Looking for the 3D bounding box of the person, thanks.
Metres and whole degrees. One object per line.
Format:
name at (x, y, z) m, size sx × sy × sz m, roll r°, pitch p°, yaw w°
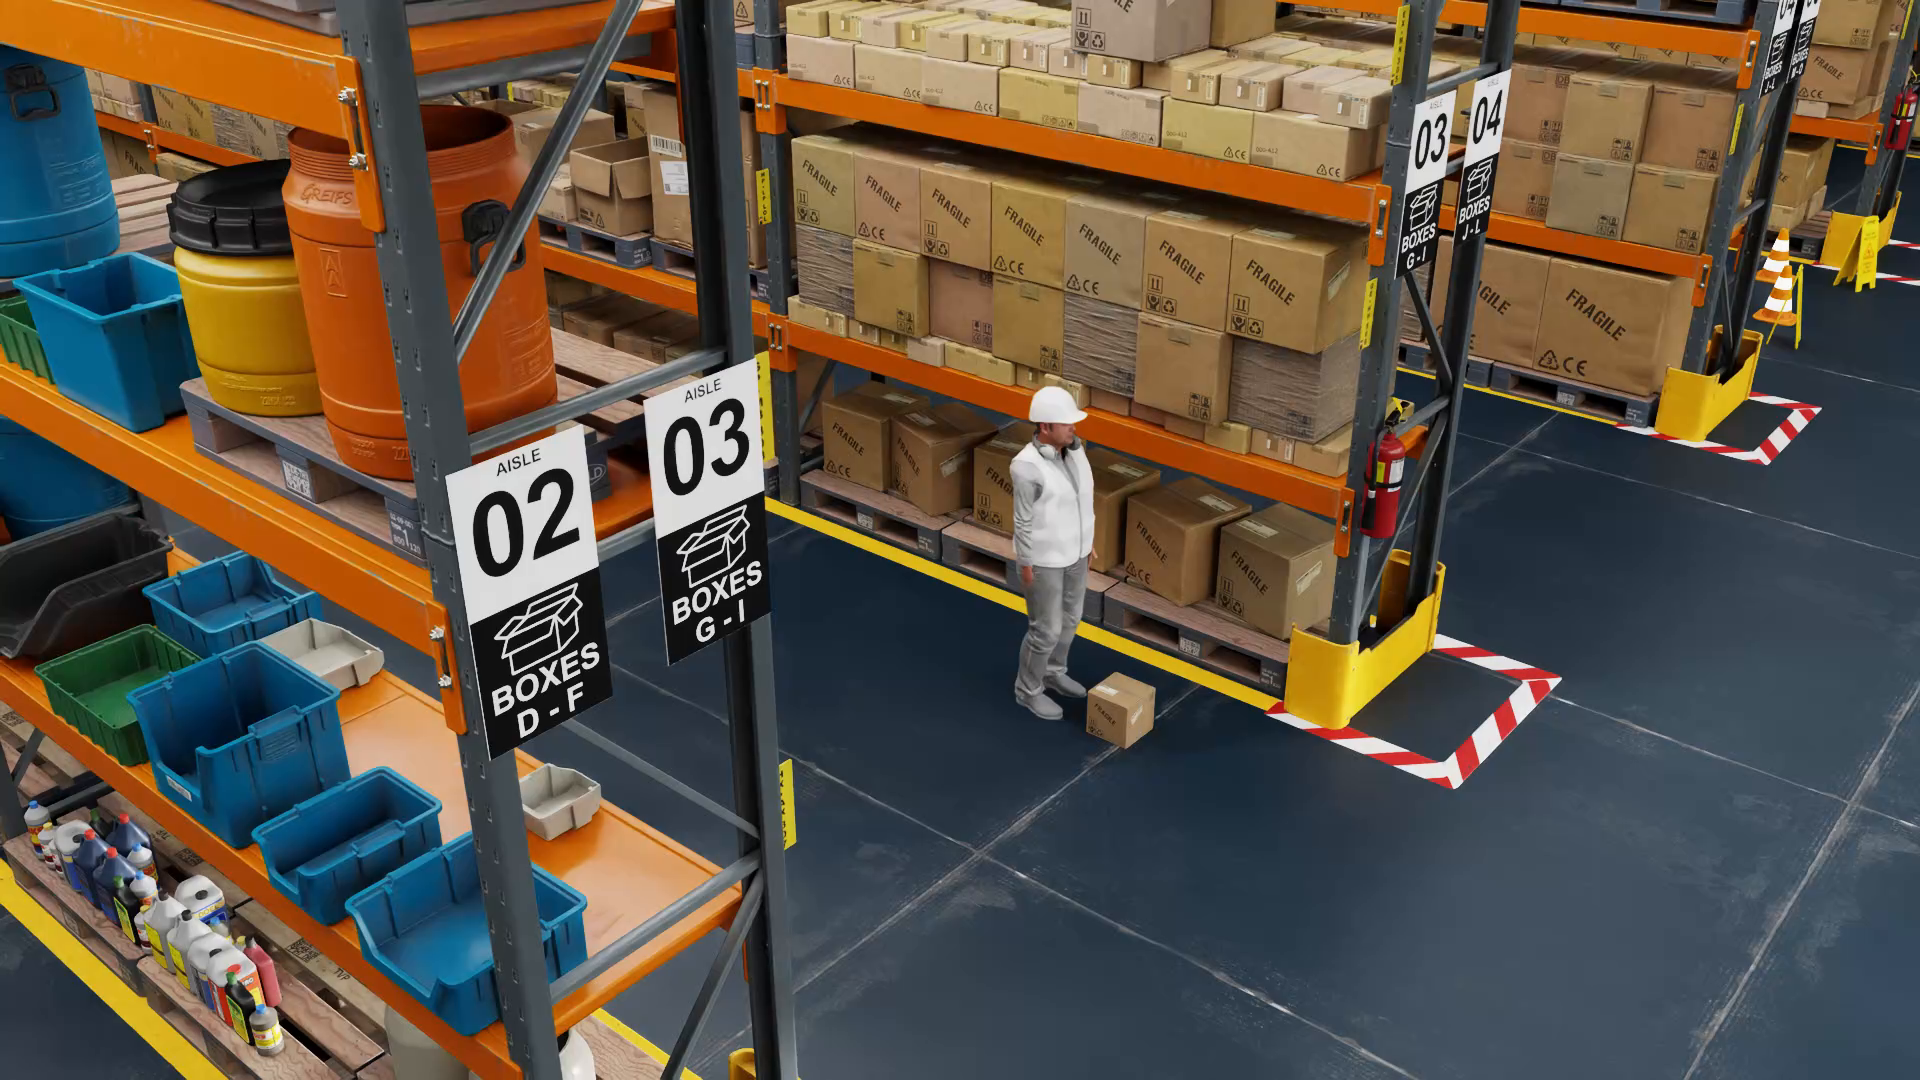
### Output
person at (0.485, 0.058, 8.493) m, size 0.360 × 1.776 × 0.536 m, roll 21°, pitch 34°, yaw 35°
